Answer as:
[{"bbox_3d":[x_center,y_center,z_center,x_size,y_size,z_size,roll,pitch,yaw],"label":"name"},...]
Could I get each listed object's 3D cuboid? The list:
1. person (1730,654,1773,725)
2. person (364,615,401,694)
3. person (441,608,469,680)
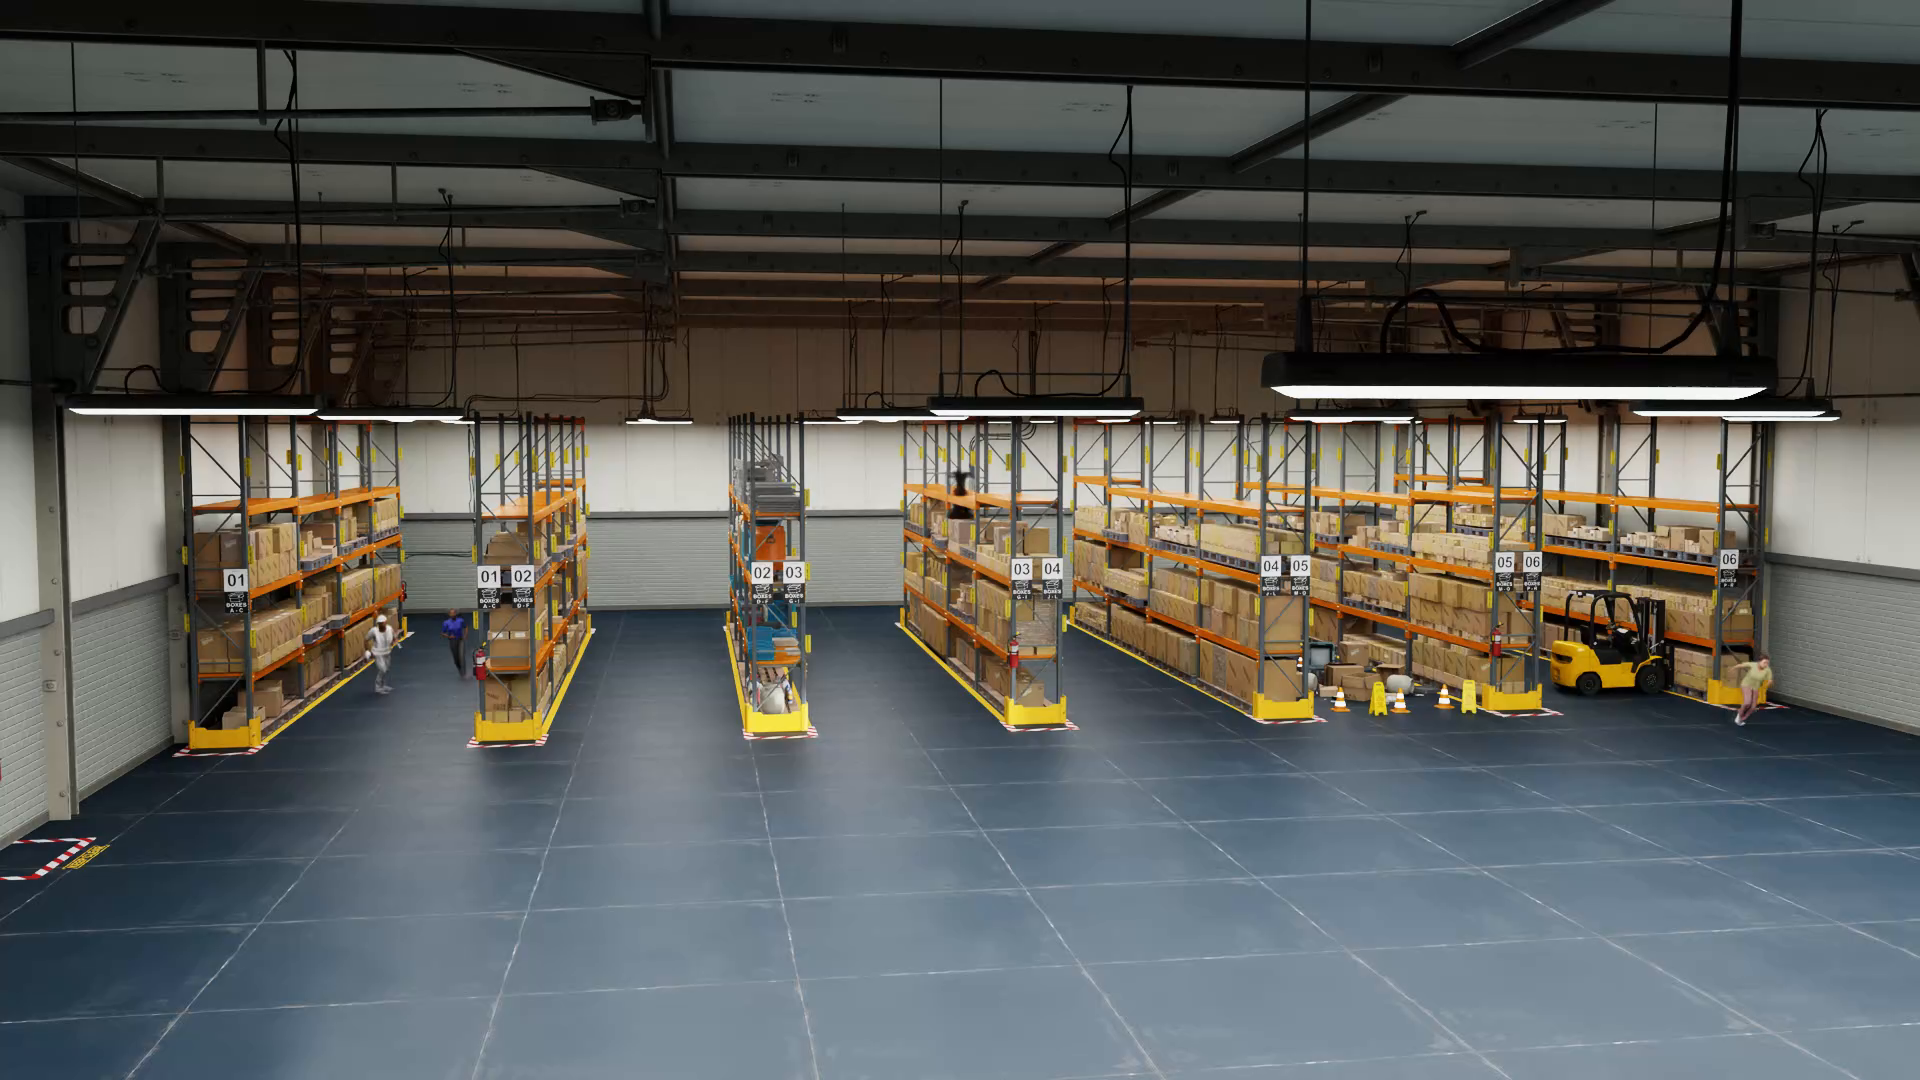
[{"bbox_3d":[15.063,2.846,31.553,0.552,1.438,0.931,0,4,1],"label":"person"},{"bbox_3d":[-12.385,2.463,35.765,0.825,1.734,0.674,2,4,29],"label":"person"},{"bbox_3d":[-11.480,2.354,37.828,0.614,1.613,0.819,-1,4,-20],"label":"person"}]
